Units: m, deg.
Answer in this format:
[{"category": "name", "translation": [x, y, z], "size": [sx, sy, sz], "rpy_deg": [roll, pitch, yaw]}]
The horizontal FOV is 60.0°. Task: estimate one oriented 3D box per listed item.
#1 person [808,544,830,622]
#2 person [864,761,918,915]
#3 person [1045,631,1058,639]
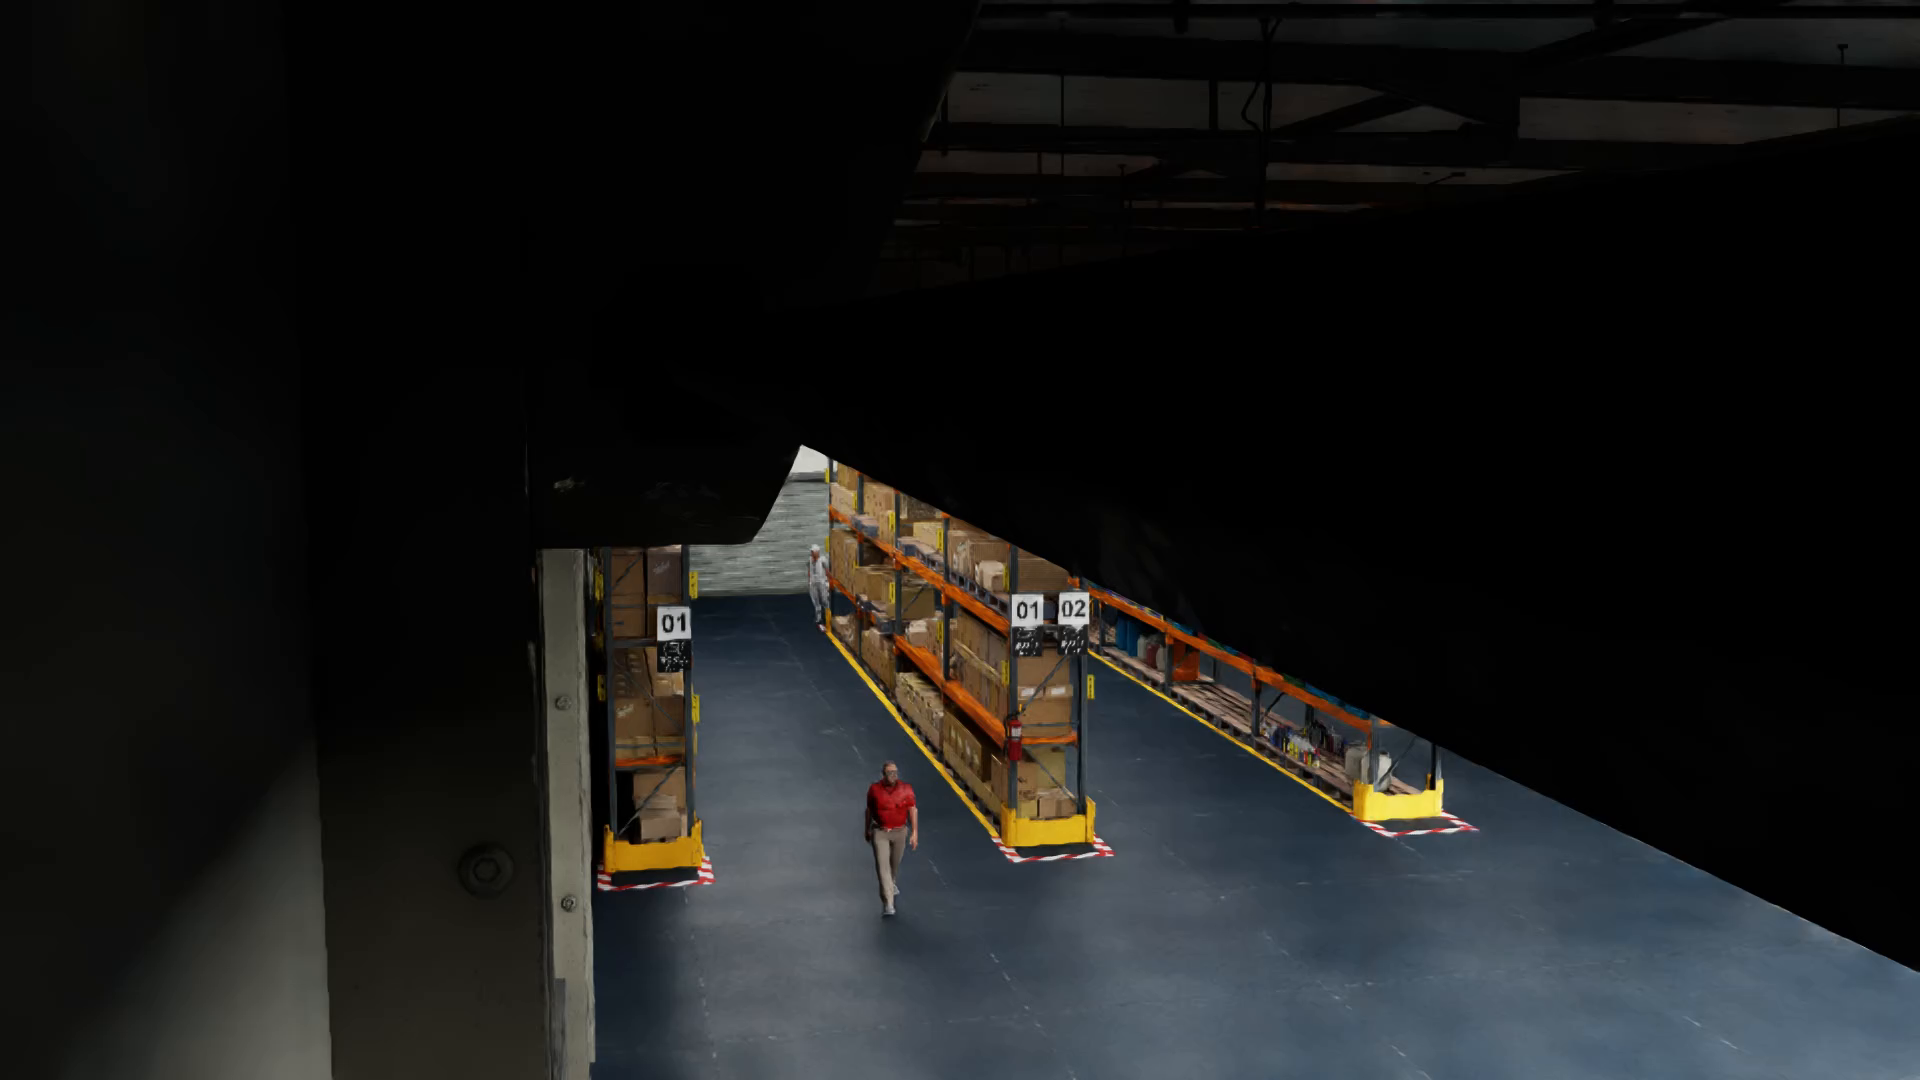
[{"category": "person", "translation": [-3.174, 0.968, 37.811], "size": [0.587, 1.777, 0.580], "rpy_deg": [3, 7, 23]}, {"category": "person", "translation": [-0.760, 3.286, 18.678], "size": [0.557, 1.668, 1.039], "rpy_deg": [-2, 7, -13]}, {"category": "person", "translation": [1.738, 1.681, 32.110], "size": [0.719, 1.714, 0.578], "rpy_deg": [-2, 7, -14]}]
